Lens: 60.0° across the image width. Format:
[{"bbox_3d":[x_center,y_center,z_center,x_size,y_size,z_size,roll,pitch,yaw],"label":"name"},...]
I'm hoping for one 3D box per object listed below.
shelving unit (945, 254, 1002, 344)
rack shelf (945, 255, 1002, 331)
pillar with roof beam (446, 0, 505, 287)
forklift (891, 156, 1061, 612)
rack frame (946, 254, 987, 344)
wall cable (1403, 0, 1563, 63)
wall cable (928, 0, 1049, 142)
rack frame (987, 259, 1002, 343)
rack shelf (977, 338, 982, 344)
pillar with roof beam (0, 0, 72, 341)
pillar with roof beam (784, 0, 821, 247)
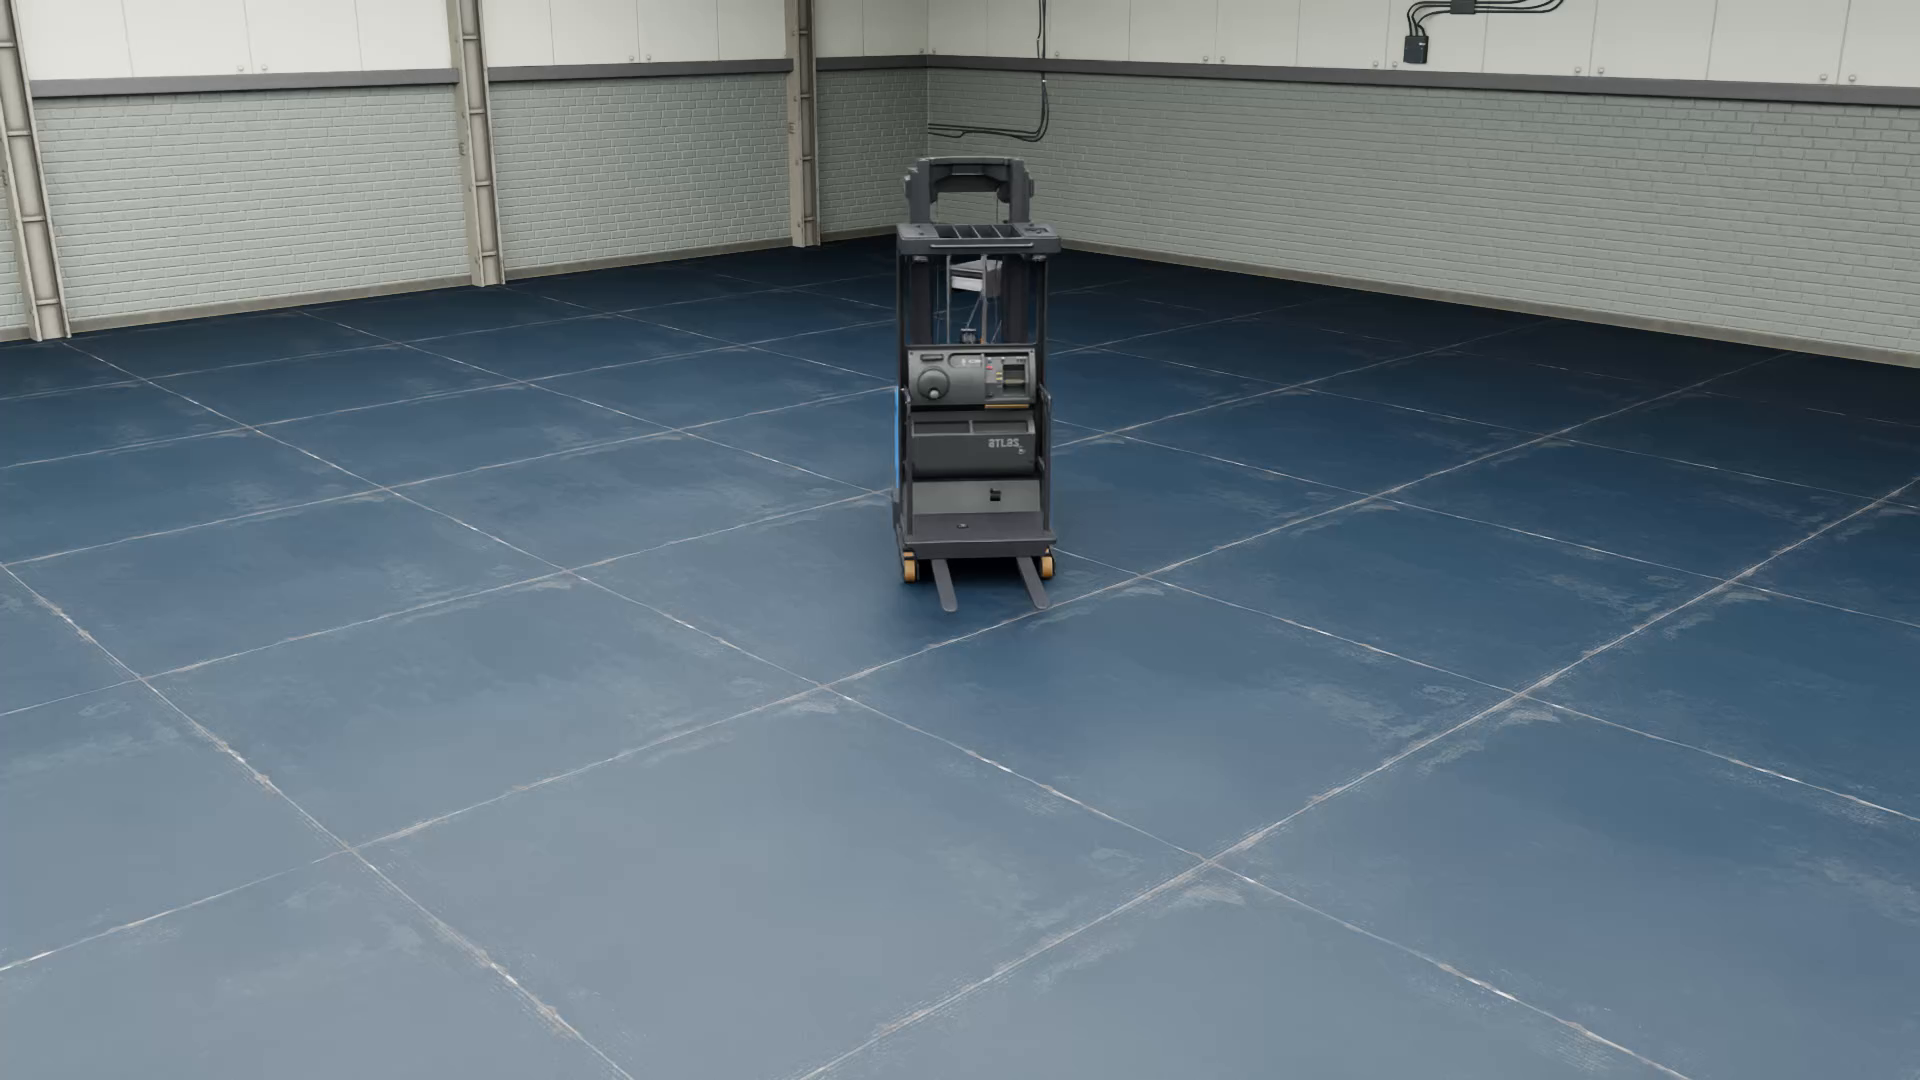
[{"bbox_3d":[0.197,-1.377,13.827,0.431,2.100,0.503,13,22,36],"label":"shelving unit"},{"bbox_3d":[0.197,-2.030,13.615,0.431,0.518,0.480,13,22,36],"label":"rack shelf"},{"bbox_3d":[-4.052,-7.120,20.355,0.400,9.000,9.100,-16,24,-41],"label":"pillar with roof beam"},{"bbox_3d":[0.108,-1.192,11.909,1.130,2.935,3.031,-2,18,-5],"label":"forklift"},{"bbox_3d":[0.048,-1.317,13.643,0.400,2.100,0.015,13,22,36],"label":"rack frame"},{"bbox_3d":[6.910,-9.171,21.167,0.169,6.003,2.305,-16,24,-41],"label":"wall cable"},{"bbox_3d":[0.399,-8.207,28.742,0.112,2.526,3.097,-16,24,-41],"label":"wall cable"},{"bbox_3d":[0.346,-1.436,14.011,0.400,2.100,0.015,13,22,36],"label":"rack frame"},{"bbox_3d":[0.197,-1.364,13.831,0.431,0.518,0.480,13,22,36],"label":"rack shelf"},{"bbox_3d":[-8.412,-5.849,16.434,0.400,9.000,9.100,-16,24,-41],"label":"pillar with roof beam"},{"bbox_3d":[0.308,-8.392,24.276,0.400,9.000,9.100,-16,24,-41],"label":"pillar with roof beam"}]
